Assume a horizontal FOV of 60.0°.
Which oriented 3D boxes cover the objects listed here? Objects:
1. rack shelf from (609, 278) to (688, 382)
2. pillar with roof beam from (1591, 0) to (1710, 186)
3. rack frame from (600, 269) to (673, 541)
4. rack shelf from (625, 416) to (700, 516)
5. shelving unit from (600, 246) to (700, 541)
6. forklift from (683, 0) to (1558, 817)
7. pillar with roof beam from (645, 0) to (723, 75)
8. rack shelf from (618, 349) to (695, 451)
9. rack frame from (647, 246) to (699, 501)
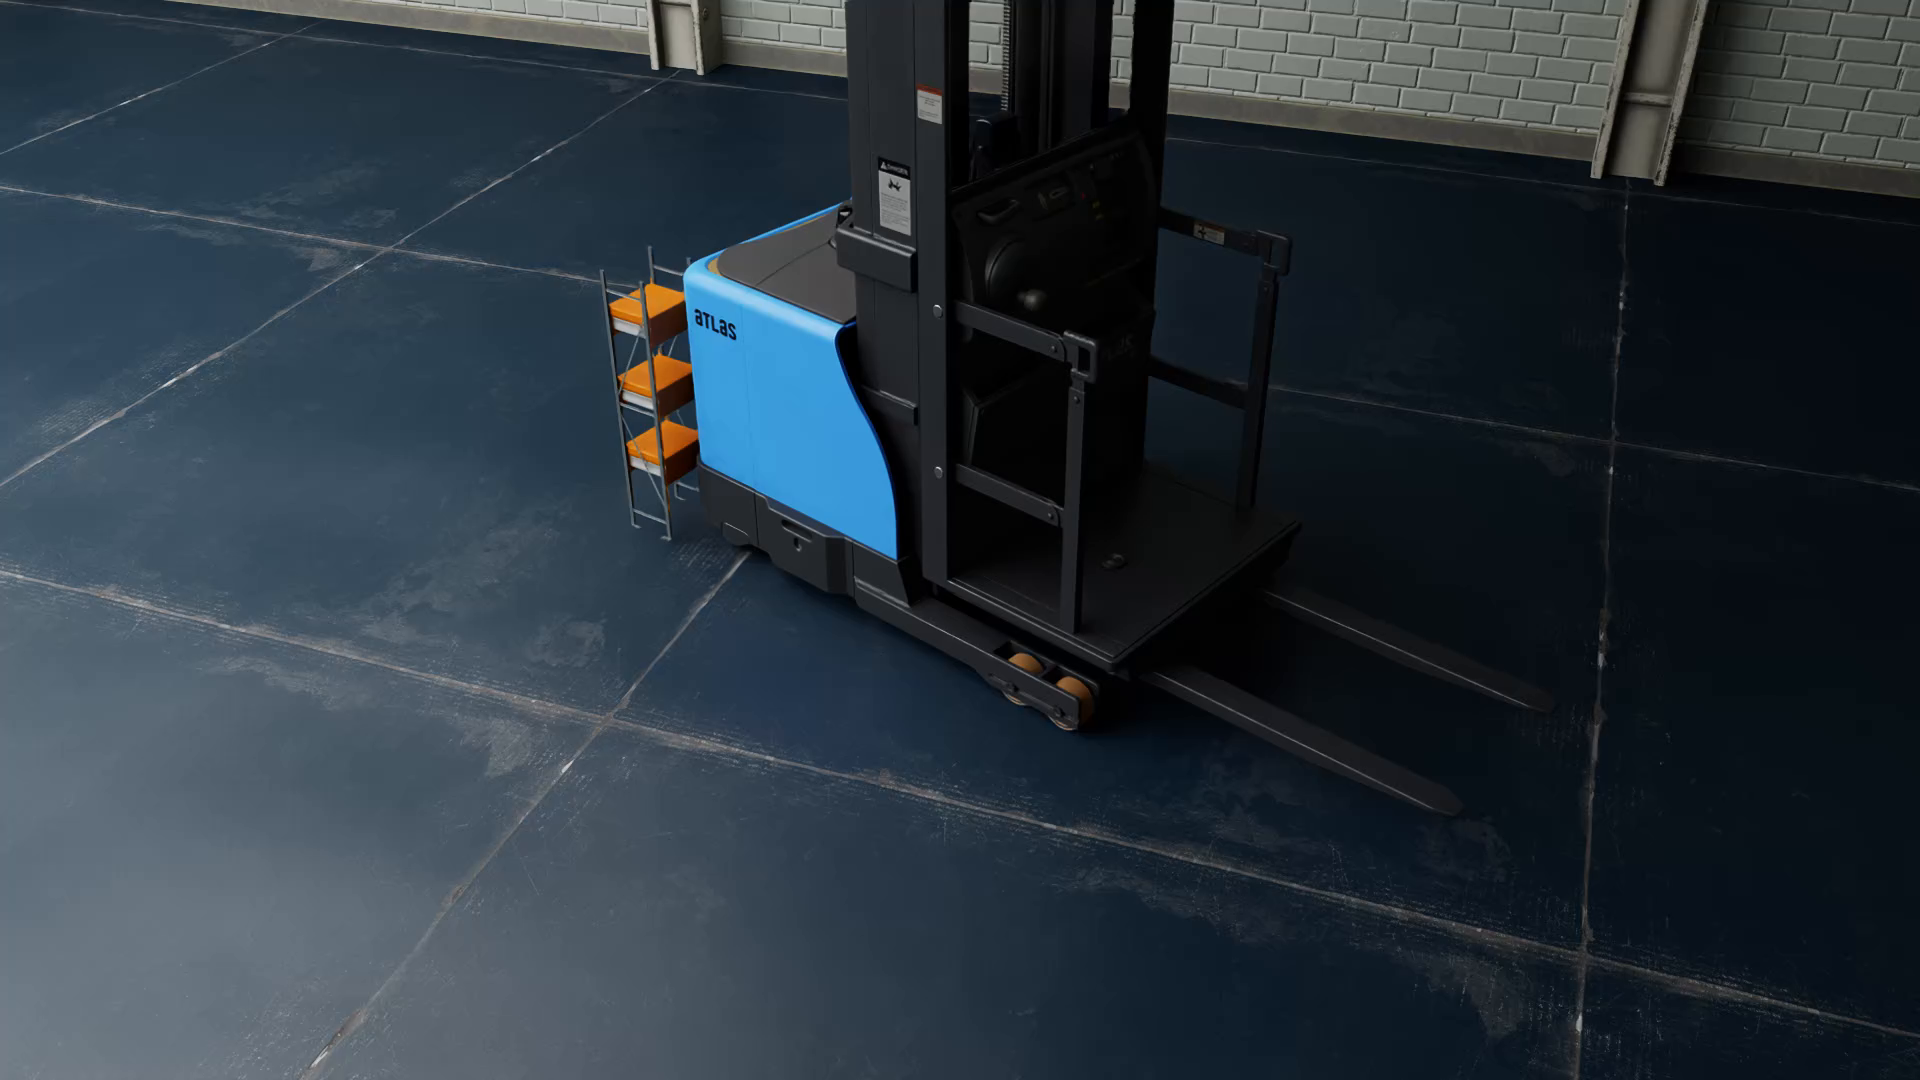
[{"bbox_3d":[-1.098,-0.753,5.945,0.215,0.259,0.240,20,38,28],"label":"rack shelf"},{"bbox_3d":[2.366,-3.682,3.656,0.400,9.000,9.100,11,34,16],"label":"pillar with roof beam"},{"bbox_3d":[-1.165,-0.468,6.008,0.200,1.050,0.008,20,38,28],"label":"rack frame"},{"bbox_3d":[-1.098,-0.281,6.250,0.215,0.259,0.240,20,38,28],"label":"rack shelf"},{"bbox_3d":[-1.098,-0.524,6.093,0.215,1.050,0.252,20,38,28],"label":"shelving unit"},{"bbox_3d":[0.466,-0.948,5.017,3.031,2.935,1.130,25,41,34],"label":"forklift"},{"bbox_3d":[-3.282,-4.780,5.357,0.400,9.000,9.100,11,34,16],"label":"pillar with roof beam"},{"bbox_3d":[-1.098,-0.515,6.099,0.215,0.259,0.240,20,38,28],"label":"rack shelf"},{"bbox_3d":[-1.031,-0.579,6.179,0.200,1.050,0.008,20,38,28],"label":"rack frame"}]
